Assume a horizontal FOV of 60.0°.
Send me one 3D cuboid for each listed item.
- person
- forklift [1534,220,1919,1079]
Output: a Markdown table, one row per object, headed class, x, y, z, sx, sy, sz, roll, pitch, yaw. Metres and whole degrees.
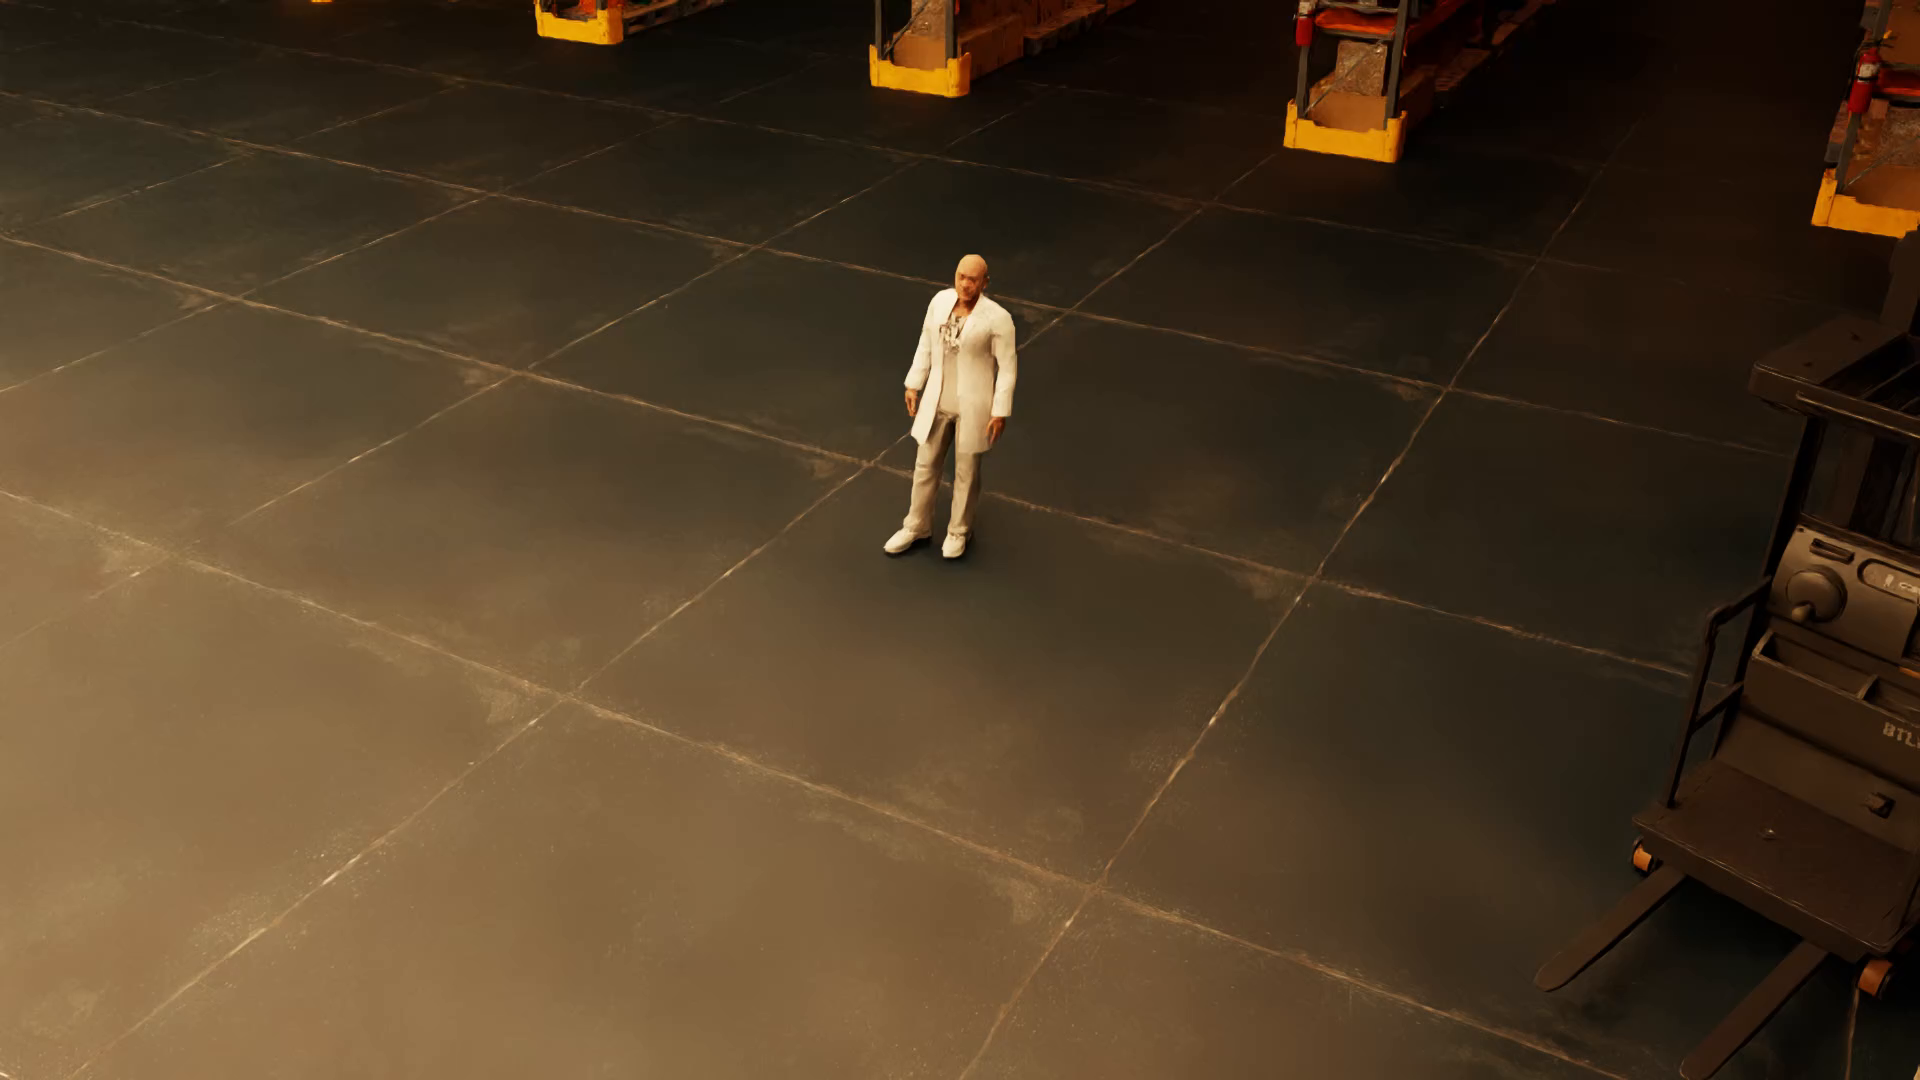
| class | x | y | z | sx | sy | sz | roll | pitch | yaw |
| --- | --- | --- | --- | --- | --- | --- | --- | --- | --- |
| person | -0.048 | -0.737 | 9.488 | 0.694 | 1.776 | 0.579 | 15 | 33 | 25 |
| forklift | 3.617 | 0.294 | 6.560 | 3.031 | 2.935 | 1.130 | -24 | 37 | -35 |
